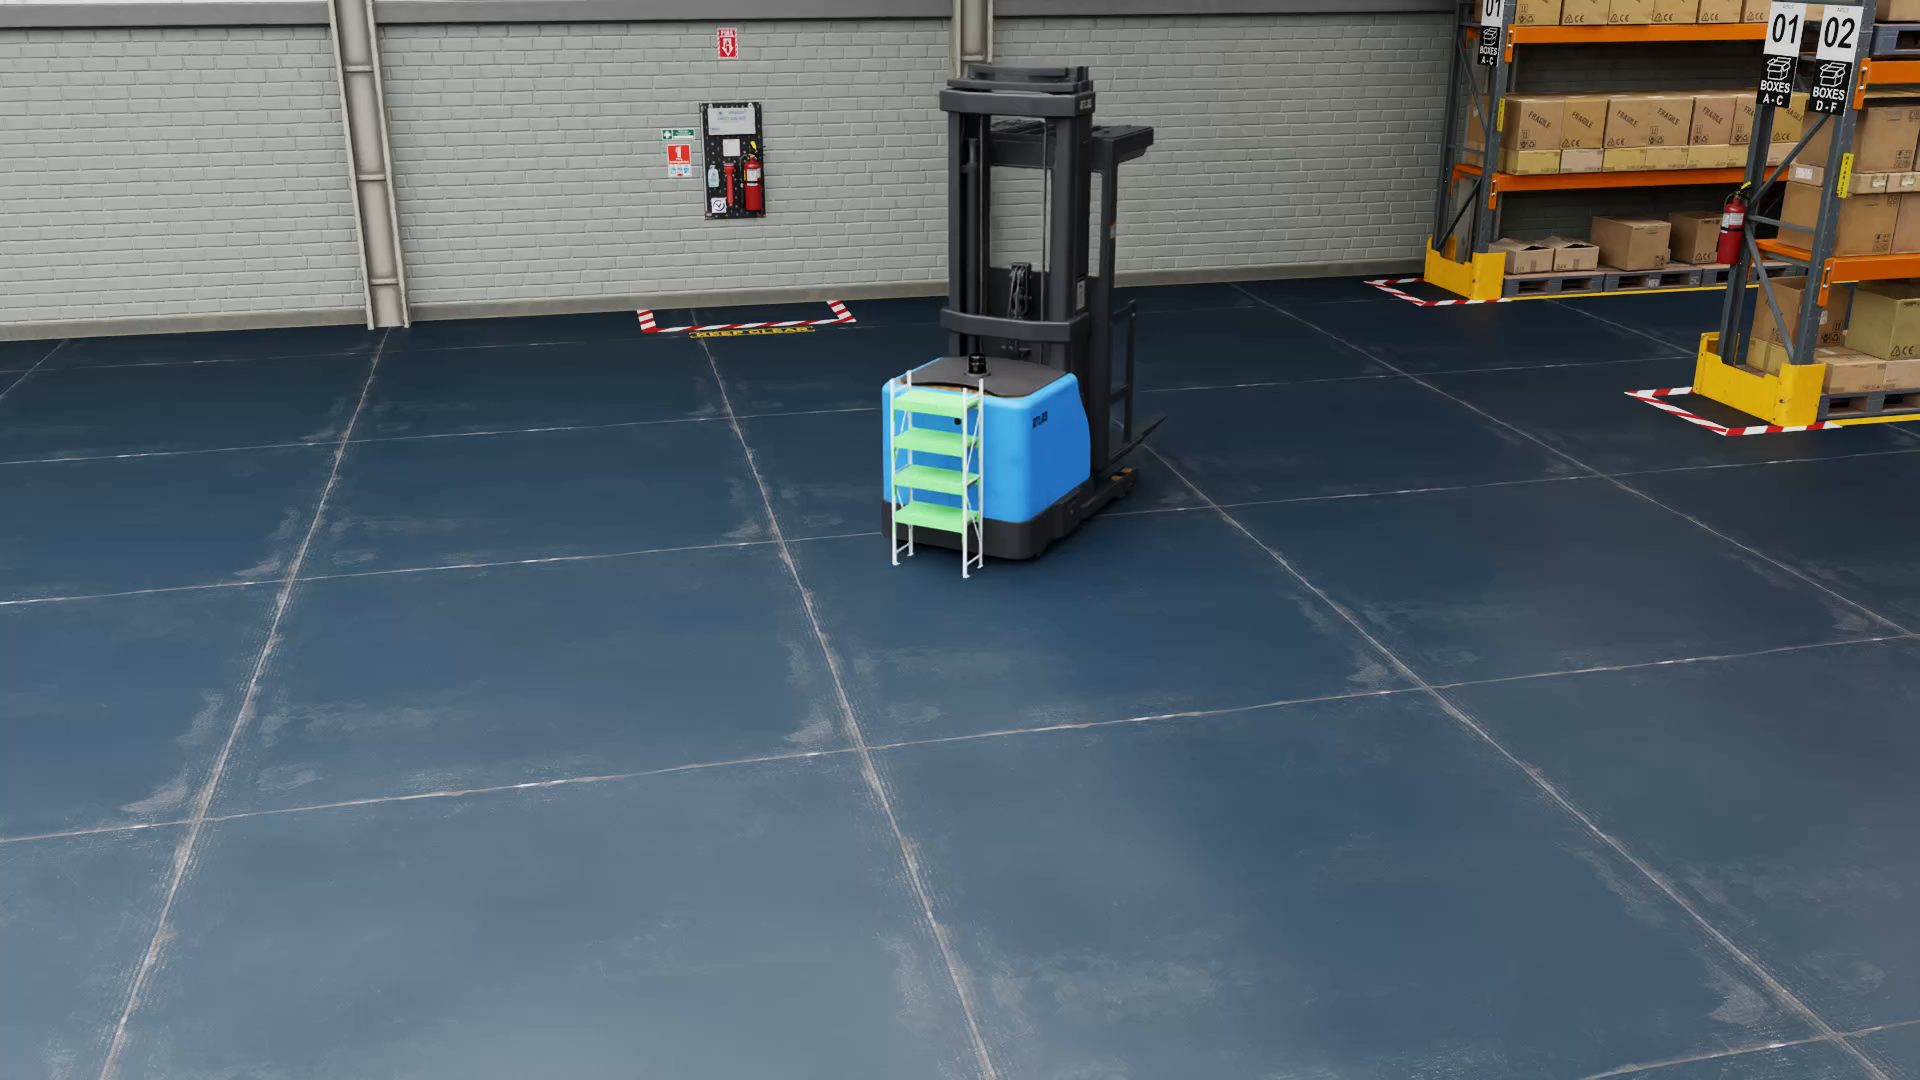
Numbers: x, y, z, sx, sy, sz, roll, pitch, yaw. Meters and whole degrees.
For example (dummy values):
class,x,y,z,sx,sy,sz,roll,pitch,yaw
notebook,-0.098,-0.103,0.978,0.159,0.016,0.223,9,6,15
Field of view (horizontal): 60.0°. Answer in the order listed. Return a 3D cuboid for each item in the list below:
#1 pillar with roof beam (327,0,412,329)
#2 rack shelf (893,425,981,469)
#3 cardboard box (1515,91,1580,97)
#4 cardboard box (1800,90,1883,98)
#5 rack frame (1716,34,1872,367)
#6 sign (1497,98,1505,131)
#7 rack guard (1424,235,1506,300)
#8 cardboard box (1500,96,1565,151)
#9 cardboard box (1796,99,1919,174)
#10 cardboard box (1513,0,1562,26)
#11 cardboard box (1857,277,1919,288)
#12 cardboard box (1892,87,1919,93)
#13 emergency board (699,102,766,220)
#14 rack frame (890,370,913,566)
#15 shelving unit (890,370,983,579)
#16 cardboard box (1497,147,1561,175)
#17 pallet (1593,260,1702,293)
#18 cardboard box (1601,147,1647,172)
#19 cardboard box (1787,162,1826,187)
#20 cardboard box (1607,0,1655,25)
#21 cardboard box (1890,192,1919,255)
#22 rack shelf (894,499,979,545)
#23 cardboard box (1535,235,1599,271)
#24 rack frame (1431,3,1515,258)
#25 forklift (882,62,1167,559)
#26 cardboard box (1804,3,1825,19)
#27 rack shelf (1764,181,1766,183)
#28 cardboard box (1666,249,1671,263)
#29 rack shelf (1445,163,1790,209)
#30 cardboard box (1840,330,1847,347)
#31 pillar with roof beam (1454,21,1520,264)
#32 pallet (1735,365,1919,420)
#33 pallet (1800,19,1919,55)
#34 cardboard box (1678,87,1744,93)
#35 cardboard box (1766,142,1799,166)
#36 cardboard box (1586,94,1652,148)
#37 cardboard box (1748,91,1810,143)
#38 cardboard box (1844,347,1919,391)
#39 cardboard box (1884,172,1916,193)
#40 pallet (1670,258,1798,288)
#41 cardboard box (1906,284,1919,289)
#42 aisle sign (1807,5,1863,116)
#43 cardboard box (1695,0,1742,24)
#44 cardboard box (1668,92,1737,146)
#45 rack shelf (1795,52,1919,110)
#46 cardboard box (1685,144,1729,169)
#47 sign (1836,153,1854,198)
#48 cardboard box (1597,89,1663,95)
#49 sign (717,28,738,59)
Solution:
class,x,y,z,sx,sy,sz,roll,pitch,yaw
pillar with roof beam,-4.737,-4.946,11.233,0.400,9.000,9.100,-5,21,-12
rack shelf,-0.139,-0.565,10.100,0.480,0.148,0.258,10,22,25
cardboard box,6.370,-4.611,18.140,0.500,0.500,0.500,-4,21,-12
cardboard box,9.864,-4.774,18.701,0.500,0.500,0.700,-5,21,-12
rack frame,6.612,-2.517,13.324,0.127,3.000,1.000,-5,21,-12
sign,5.593,-4.400,17.206,0.005,0.325,0.100,-5,21,-12
rack guard,5.542,-3.007,18.297,0.348,0.500,1.175,-5,21,-12
cardboard box,6.002,-4.403,17.572,0.500,0.500,0.500,-5,21,-12
cardboard box,7.120,-3.210,13.185,0.500,0.500,0.700,-5,21,-12
cardboard box,5.851,-5.582,17.157,0.500,0.500,0.500,-4,21,-11
cardboard box,8.035,-2.001,14.213,0.500,0.500,0.500,-5,21,-12
cardboard box,11.043,-4.878,18.986,0.500,0.500,0.700,-2,20,-5
emergency board,-2.302,-3.862,16.996,0.643,1.169,0.194,-5,21,-12
rack frame,-0.358,-0.437,10.262,0.015,1.200,0.240,10,22,25
shelving unit,-0.139,-0.399,10.161,0.503,1.200,0.258,10,22,25
cardboard box,6.016,-4.046,17.688,0.500,0.250,0.500,-5,21,-14
pallet,7.526,-3.019,18.750,1.213,0.211,1.003,-5,21,-12
cardboard box,7.015,-4.130,17.918,0.500,0.250,0.500,-5,21,-13
cardboard box,6.940,-2.962,13.452,0.250,0.149,0.380,-5,21,-13
cardboard box,6.886,-5.655,17.357,0.500,0.500,0.500,-4,20,-10
cardboard box,7.579,-2.640,13.514,0.500,0.500,0.700,-4,21,-11
rack shelf,-0.139,-0.114,10.265,0.480,0.148,0.258,10,22,25
cardboard box,6.717,-3.189,18.428,0.500,0.311,0.500,-3,20,-8
rack frame,5.468,-4.175,17.850,0.127,3.000,1.000,-5,21,-12
forklift,0.611,-1.721,11.252,1.130,2.935,3.031,10,22,25
cardboard box,8.924,-5.833,17.842,0.500,0.500,0.500,-4,21,-11
rack shelf,11.307,-4.312,19.270,4.000,0.370,1.077,-5,21,-12
cardboard box,7.800,-3.239,18.802,0.250,0.149,0.380,-6,21,-17
rack shelf,7.415,-3.995,18.406,4.000,0.370,1.077,-5,21,-12
cardboard box,7.549,-1.608,14.230,0.500,0.250,0.500,-5,21,-12
pillar with roof beam,6.941,-5.896,13.826,0.400,9.000,9.100,-5,21,-12
pallet,7.346,-1.282,14.008,1.213,0.211,1.003,-5,21,-12
pallet,7.306,-3.931,12.953,1.213,0.211,1.003,-5,21,-12
cardboard box,8.351,-4.775,18.589,0.500,0.500,0.500,-5,21,-13
cardboard box,8.970,-4.291,18.358,0.500,0.250,0.500,-5,21,-12
cardboard box,6.989,-4.478,17.776,0.500,0.500,0.500,-5,21,-14
cardboard box,8.972,-4.641,18.223,0.500,0.500,0.500,-5,21,-13
cardboard box,7.671,-1.432,13.749,0.500,0.250,0.500,-5,21,-12
cardboard box,7.299,-2.849,13.143,0.250,0.149,0.380,-5,21,-14
pallet,8.715,-3.117,19.017,1.213,0.211,1.003,-5,21,-12
cardboard box,8.155,-1.827,13.738,0.500,0.500,0.500,-5,21,-12
aisle sign,6.618,-3.630,12.583,0.004,0.787,0.394,-5,21,-12
cardboard box,7.901,-5.741,17.591,0.500,0.500,0.500,-5,21,-15
cardboard box,7.995,-4.564,18.011,0.500,0.500,0.500,-5,21,-14
rack shelf,8.558,-3.746,13.364,4.000,0.370,1.077,-5,21,-12
cardboard box,7.997,-4.210,18.135,0.500,0.250,0.500,-5,21,-13
sign,6.734,-2.774,12.654,0.005,0.325,0.100,-5,21,-12
cardboard box,7.362,-4.693,18.364,0.500,0.500,0.500,-4,21,-12
sign,-2.333,-4.983,16.687,0.199,0.298,0.001,-5,21,-12
